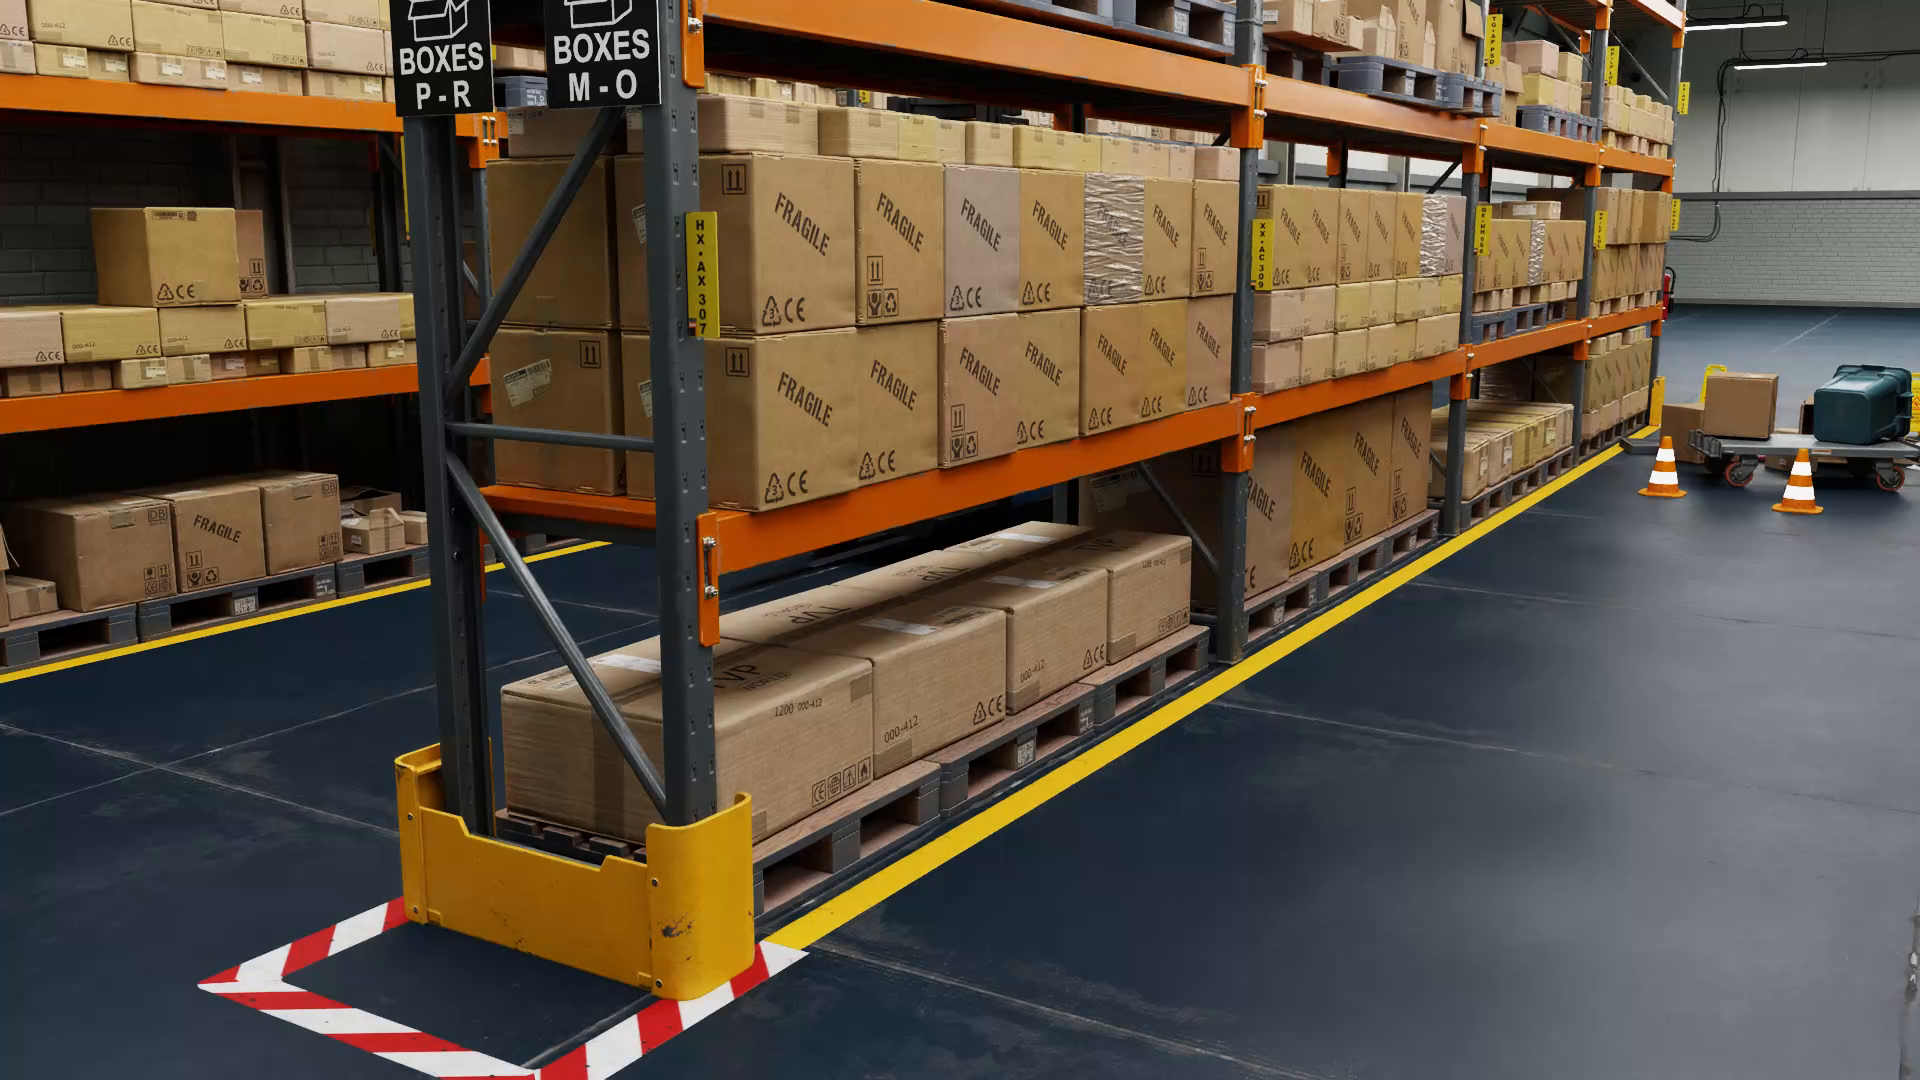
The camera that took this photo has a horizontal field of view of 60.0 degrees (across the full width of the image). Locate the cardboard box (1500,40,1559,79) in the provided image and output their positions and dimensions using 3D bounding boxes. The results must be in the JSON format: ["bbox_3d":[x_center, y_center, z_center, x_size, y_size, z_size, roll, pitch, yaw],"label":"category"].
[{"bbox_3d":[4.380,-3.760,13.056,0.500,0.250,0.500,7,12,32],"label":"cardboard box"}]

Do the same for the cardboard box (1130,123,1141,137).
[{"bbox_3d":[1.731,-4.415,17.920,0.380,0.149,0.250,7,13,32],"label":"cardboard box"}]

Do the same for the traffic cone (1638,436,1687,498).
[{"bbox_3d":[5.636,-0.597,13.300,0.336,0.463,0.334,6,12,31],"label":"traffic cone"}]

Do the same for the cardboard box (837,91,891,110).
[{"bbox_3d":[-0.797,-3.658,13.828,0.380,0.166,0.250,6,12,31],"label":"cardboard box"}]

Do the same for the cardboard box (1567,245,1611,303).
[{"bbox_3d":[5.550,-2.411,15.014,0.500,0.500,0.500,6,12,31],"label":"cardboard box"}]

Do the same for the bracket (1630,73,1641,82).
[{"bbox_3d":[19.109,-13.092,47.065,0.235,0.232,0.430,6,12,31],"label":"bracket"}]

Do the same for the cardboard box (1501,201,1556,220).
[{"bbox_3d":[4.568,-2.644,13.357,0.380,0.149,0.250,6,12,28],"label":"cardboard box"}]

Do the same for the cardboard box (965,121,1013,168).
[{"bbox_3d":[-0.040,-1.377,5.820,0.380,0.149,0.250,7,12,31],"label":"cardboard box"}]

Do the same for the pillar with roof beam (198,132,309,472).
[{"bbox_3d":[-0.767,-3.902,7.758,9.100,9.000,0.400,6,12,31],"label":"pillar with roof beam"}]

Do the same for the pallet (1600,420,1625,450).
[{"bbox_3d":[6.034,-1.104,16.691,1.003,0.211,1.213,6,12,31],"label":"pallet"}]

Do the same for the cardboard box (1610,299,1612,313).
[{"bbox_3d":[5.989,-2.238,15.854,0.380,0.149,0.250,6,12,30],"label":"cardboard box"}]

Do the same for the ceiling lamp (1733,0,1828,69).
[{"bbox_3d":[19.412,-12.727,39.031,2.000,3.185,0.800,6,12,31],"label":"ceiling lamp"}]

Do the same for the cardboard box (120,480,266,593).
[{"bbox_3d":[-4.156,-0.028,9.020,0.500,0.500,0.500,7,12,32],"label":"cardboard box"}]

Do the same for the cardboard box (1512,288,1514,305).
[{"bbox_3d":[4.023,-1.875,12.772,0.380,0.149,0.250,7,13,33],"label":"cardboard box"}]

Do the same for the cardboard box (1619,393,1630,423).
[{"bbox_3d":[6.428,-1.340,16.708,0.500,0.250,0.500,6,12,29],"label":"cardboard box"}]

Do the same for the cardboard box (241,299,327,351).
[{"bbox_3d":[-3.888,-1.200,9.226,0.500,0.250,0.500,6,12,30],"label":"cardboard box"}]

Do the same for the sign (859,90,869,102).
[{"bbox_3d":[-0.775,-3.694,13.390,0.100,0.325,0.005,6,12,31],"label":"sign"}]

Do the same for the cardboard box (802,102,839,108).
[{"bbox_3d":[-1.297,-3.314,13.175,0.500,0.250,0.500,6,12,29],"label":"cardboard box"}]

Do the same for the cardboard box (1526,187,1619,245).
[{"bbox_3d":[5.497,-2.908,14.953,0.700,0.500,0.500,6,12,30],"label":"cardboard box"}]

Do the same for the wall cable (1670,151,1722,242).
[{"bbox_3d":[20.019,-9.730,47.324,3.097,2.526,0.112,6,12,31],"label":"wall cable"}]

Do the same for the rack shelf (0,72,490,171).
[{"bbox_3d":[-4.353,-2.194,8.742,1.077,0.370,4.000,6,12,31],"label":"rack shelf"}]

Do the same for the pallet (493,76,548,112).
[{"bbox_3d":[-2.916,-2.866,10.885,1.213,0.211,1.003,6,12,31],"label":"pallet"}]

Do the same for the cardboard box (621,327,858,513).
[{"bbox_3d":[-0.652,-0.383,4.989,0.500,0.500,0.500,6,12,30],"label":"cardboard box"}]

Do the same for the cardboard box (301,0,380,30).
[{"bbox_3d":[-3.627,-2.998,9.319,0.500,0.250,0.500,6,12,30],"label":"cardboard box"}]

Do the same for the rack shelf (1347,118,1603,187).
[{"bbox_3d":[4.045,-2.979,12.933,1.077,0.370,4.000,6,12,31],"label":"rack shelf"}]

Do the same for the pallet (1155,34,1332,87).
[{"bbox_3d":[1.364,-2.444,8.639,0.805,0.209,1.217,6,12,28],"label":"pallet"}]

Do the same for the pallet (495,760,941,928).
[{"bbox_3d":[-0.799,0.952,5.710,1.003,0.211,1.213,6,12,31],"label":"pallet"}]

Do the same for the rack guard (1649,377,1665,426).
[{"bbox_3d":[7.121,-1.561,18.349,1.175,0.500,0.348,6,12,31],"label":"rack guard"}]

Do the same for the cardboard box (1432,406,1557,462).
[{"bbox_3d":[4.443,-0.891,13.978,0.950,0.372,0.625,7,13,34],"label":"cardboard box"}]

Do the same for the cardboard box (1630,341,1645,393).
[{"bbox_3d":[6.699,-1.792,17.082,0.500,0.500,0.500,7,13,33],"label":"cardboard box"}]

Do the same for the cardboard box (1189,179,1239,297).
[{"bbox_3d":[0.921,-1.355,7.464,0.500,0.500,0.500,6,12,30],"label":"cardboard box"}]

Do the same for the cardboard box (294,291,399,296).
[{"bbox_3d":[-3.802,-1.409,10.340,0.500,0.250,0.500,6,12,30],"label":"cardboard box"}]

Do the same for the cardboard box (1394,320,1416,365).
[{"bbox_3d":[2.439,-1.206,10.067,0.500,0.250,0.500,6,12,30],"label":"cardboard box"}]

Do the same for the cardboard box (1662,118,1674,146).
[{"bbox_3d":[7.125,-4.242,17.326,0.500,0.250,0.500,6,12,30],"label":"cardboard box"}]

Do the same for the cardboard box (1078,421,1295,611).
[{"bbox_3d":[1.183,-0.182,8.821,0.875,0.875,0.875,7,13,32],"label":"cardboard box"}]

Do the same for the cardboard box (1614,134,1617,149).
[{"bbox_3d":[5.837,-3.670,15.353,0.380,0.149,0.250,7,13,32],"label":"cardboard box"}]

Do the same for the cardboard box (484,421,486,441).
[{"bbox_3d":[-2.901,-0.716,10.929,0.380,0.149,0.250,7,13,33],"label":"cardboard box"}]

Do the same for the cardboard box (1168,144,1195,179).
[{"bbox_3d":[0.812,-1.664,7.354,0.380,0.149,0.250,7,13,32],"label":"cardboard box"}]

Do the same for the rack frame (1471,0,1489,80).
[{"bbox_3d":[3.007,-4.492,10.910,1.000,3.000,0.127,6,12,31],"label":"rack frame"}]

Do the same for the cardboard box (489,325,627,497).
[{"bbox_3d":[-1.123,-0.436,5.273,0.500,0.500,0.500,6,12,31],"label":"cardboard box"}]

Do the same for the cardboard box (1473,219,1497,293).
[{"bbox_3d":[3.438,-1.994,11.647,0.500,0.500,0.500,6,12,29],"label":"cardboard box"}]

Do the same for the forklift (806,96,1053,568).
[{"bbox_3d":[-0.325,-1.341,10.568,1.130,2.935,3.031,6,12,30],"label":"forklift"}]

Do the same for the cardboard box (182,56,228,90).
[{"bbox_3d":[-4.023,-2.409,8.618,0.380,0.149,0.250,7,13,32],"label":"cardboard box"}]

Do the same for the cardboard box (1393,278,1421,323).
[{"bbox_3d":[2.461,-1.452,10.021,0.500,0.250,0.500,6,12,29],"label":"cardboard box"}]

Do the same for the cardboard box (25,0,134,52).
[{"bbox_3d":[-4.405,-2.511,8.077,0.500,0.250,0.500,6,12,29],"label":"cardboard box"}]

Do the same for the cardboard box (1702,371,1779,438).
[{"bbox_3d":[6.620,-1.151,14.100,0.500,0.500,0.500,6,12,31],"label":"cardboard box"}]

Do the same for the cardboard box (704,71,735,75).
[{"bbox_3d":[-1.837,-3.474,12.136,0.380,0.149,0.250,6,12,31],"label":"cardboard box"}]

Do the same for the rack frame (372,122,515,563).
[{"bbox_3d":[-3.314,-1.388,10.632,1.000,3.000,0.127,6,12,31],"label":"rack frame"}]

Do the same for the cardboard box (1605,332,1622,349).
[{"bbox_3d":[6.139,-1.920,16.001,0.380,0.149,0.250,7,13,34],"label":"cardboard box"}]

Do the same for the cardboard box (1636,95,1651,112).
[{"bbox_3d":[6.469,-4.219,16.117,0.380,0.149,0.250,7,13,32],"label":"cardboard box"}]

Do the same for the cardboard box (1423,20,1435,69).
[{"bbox_3d":[2.591,-2.908,9.825,0.396,0.266,0.258,6,12,29],"label":"cardboard box"}]

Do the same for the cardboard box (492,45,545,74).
[{"bbox_3d":[-2.819,-3.004,10.379,0.380,0.149,0.250,7,12,32],"label":"cardboard box"}]

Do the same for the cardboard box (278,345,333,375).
[{"bbox_3d":[-3.763,-1.023,9.363,0.380,0.149,0.250,6,12,30],"label":"cardboard box"}]

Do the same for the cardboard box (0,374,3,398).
[{"bbox_3d":[-4.787,-0.750,7.907,0.380,0.149,0.250,6,12,30],"label":"cardboard box"}]

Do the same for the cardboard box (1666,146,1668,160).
[{"bbox_3d":[7.214,-4.070,17.488,0.380,0.149,0.250,6,12,31],"label":"cardboard box"}]

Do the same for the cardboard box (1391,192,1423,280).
[{"bbox_3d":[2.439,-1.819,9.944,0.500,0.500,0.500,6,12,31],"label":"cardboard box"}]
